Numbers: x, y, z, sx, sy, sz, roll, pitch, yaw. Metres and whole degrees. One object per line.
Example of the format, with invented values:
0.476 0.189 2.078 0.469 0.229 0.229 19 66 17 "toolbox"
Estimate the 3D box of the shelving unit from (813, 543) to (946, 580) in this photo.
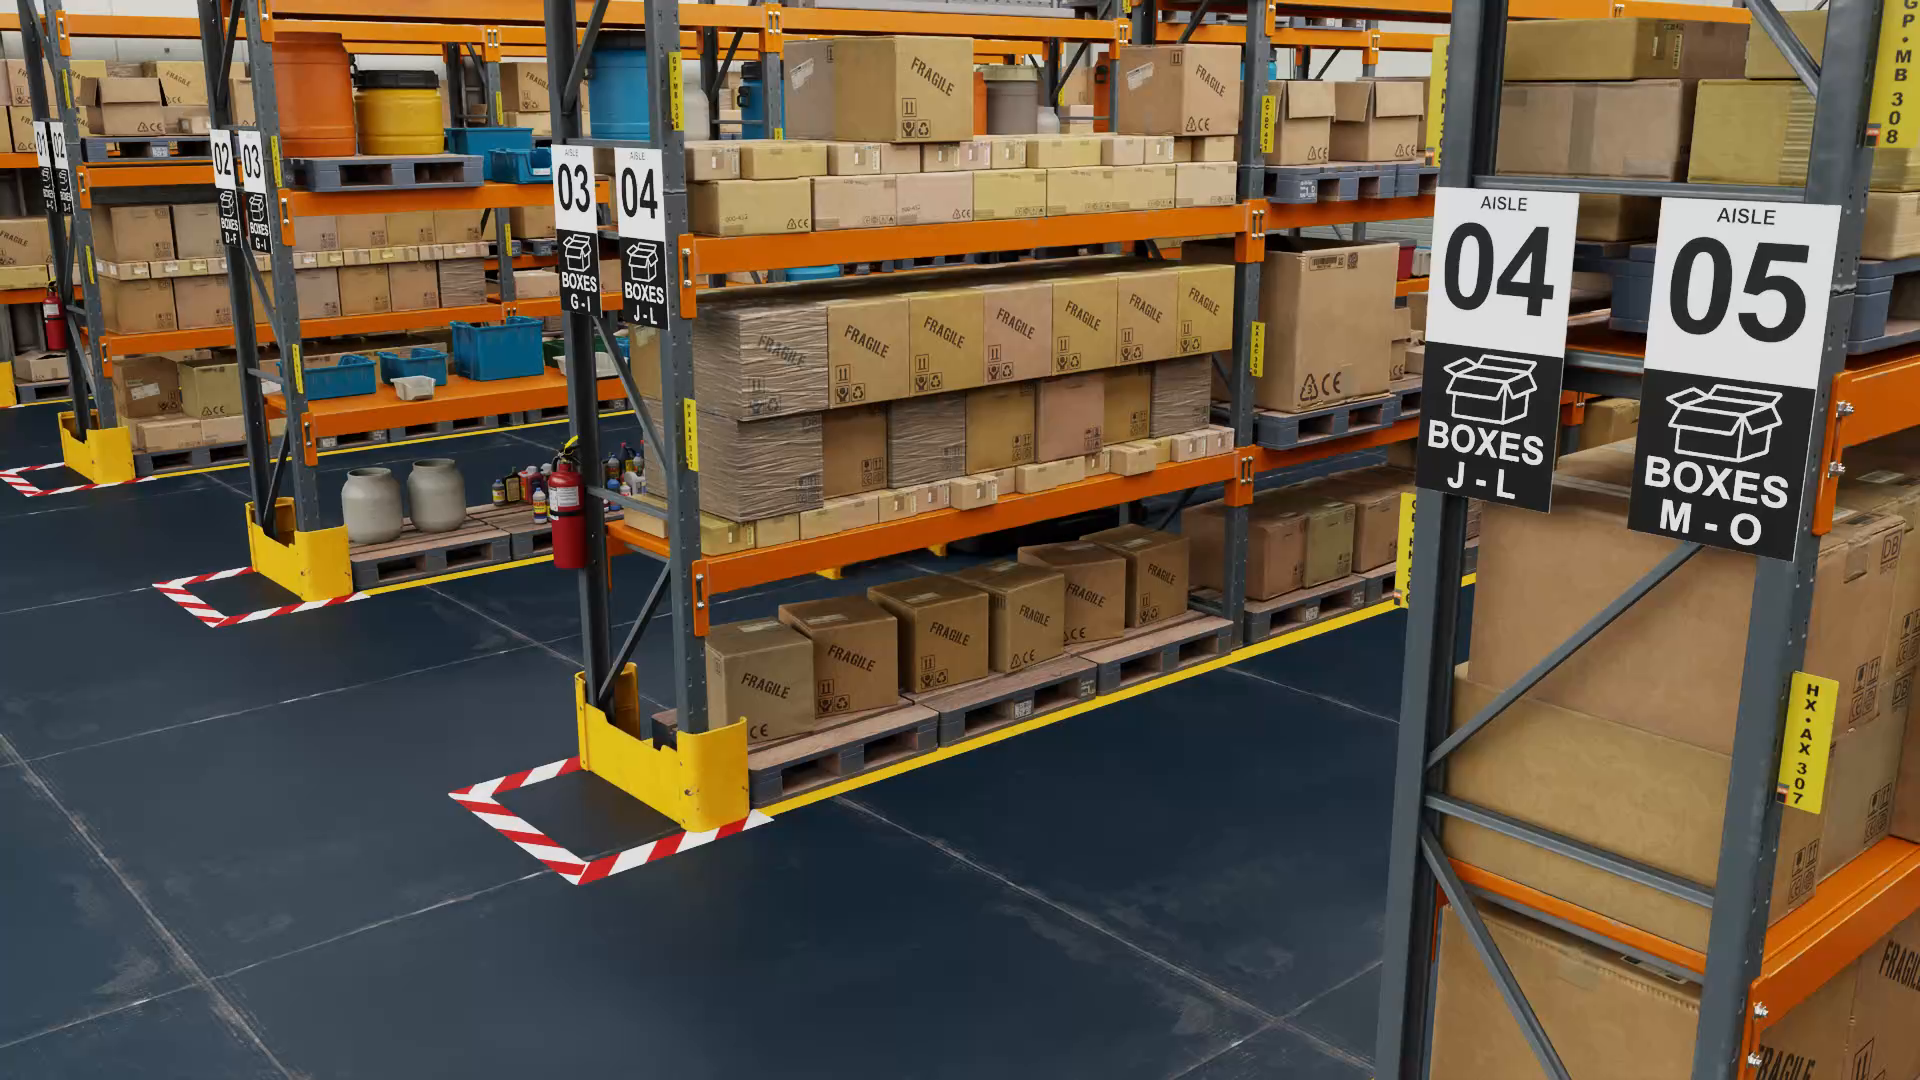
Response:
-0.700 -0.575 12.496 1.083 1.500 0.587 -12 19 -38 "shelving unit"

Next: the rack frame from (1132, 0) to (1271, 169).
1.439 -3.742 9.821 0.127 3.000 1.000 -13 19 -39 "rack frame"

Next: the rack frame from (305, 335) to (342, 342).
-8.316 -3.736 21.426 0.127 3.000 1.000 -13 19 -39 "rack frame"

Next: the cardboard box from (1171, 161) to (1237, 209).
1.266 -2.092 9.748 0.500 0.250 0.500 -12 19 -37 "cardboard box"

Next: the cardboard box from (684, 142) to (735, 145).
-1.301 -1.864 8.123 0.250 0.149 0.380 -13 20 -41 "cardboard box"

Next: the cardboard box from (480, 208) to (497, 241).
-6.572 -4.378 22.781 0.500 0.500 0.700 -13 19 -39 "cardboard box"

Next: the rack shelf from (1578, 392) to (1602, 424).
5.965 -1.512 14.494 4.000 0.370 1.077 -13 19 -39 "rack shelf"

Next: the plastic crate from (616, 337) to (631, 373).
-2.469 -1.496 13.325 0.616 0.251 0.499 -13 19 -39 "plastic crate"

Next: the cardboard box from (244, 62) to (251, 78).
-8.516 -5.589 20.379 0.500 0.500 0.500 14 20 42 "cardboard box"

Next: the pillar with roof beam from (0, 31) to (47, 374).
-8.547 -5.406 16.052 0.400 9.000 9.100 -13 19 -39 "pillar with roof beam"

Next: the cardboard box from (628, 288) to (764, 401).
-1.326 -0.982 8.407 0.500 0.500 0.500 -13 19 -39 "cardboard box"

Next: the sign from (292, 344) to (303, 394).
-4.472 -1.156 11.229 0.005 0.325 0.100 -13 19 -39 "sign"

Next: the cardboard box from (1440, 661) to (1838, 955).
1.851 0.673 4.629 0.550 0.550 0.875 -13 19 -39 "cardboard box"

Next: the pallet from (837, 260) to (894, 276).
-1.579 -3.486 20.861 1.003 0.211 1.213 -13 19 -39 "pallet"

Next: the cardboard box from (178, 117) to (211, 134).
-7.076 -3.858 15.472 0.250 0.149 0.380 -13 19 -39 "cardboard box"

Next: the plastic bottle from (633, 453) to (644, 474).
-2.724 -0.598 14.111 0.097 0.271 0.097 0 15 0 "plastic bottle"

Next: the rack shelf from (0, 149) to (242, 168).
-9.825 -4.499 19.863 4.000 0.370 1.077 -13 19 -39 "rack shelf"

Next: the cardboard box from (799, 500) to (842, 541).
-0.808 -0.124 8.390 0.250 0.149 0.380 -13 19 -39 "cardboard box"

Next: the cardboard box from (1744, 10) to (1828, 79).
2.061 -1.142 3.835 0.250 0.149 0.380 -12 19 -39 "cardboard box"

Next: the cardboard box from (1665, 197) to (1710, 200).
1.820 -0.927 4.575 0.250 0.149 0.380 -12 19 -39 "cardboard box"

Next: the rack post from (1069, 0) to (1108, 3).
1.724 -5.478 16.467 0.937 0.300 0.954 -13 19 -39 "rack post"

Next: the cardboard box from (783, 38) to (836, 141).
-0.576 -2.361 8.723 0.500 0.500 0.500 -13 19 -39 "cardboard box"

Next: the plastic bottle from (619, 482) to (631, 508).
-2.694 -0.364 13.370 0.097 0.201 0.097 0 15 0 "plastic bottle"

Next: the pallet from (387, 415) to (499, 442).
-5.689 -1.299 17.704 1.213 0.211 1.003 -13 19 -39 "pallet"

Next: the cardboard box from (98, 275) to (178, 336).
-7.718 -2.220 15.555 0.500 0.500 0.700 -13 19 -39 "cardboard box"

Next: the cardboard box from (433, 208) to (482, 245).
-5.392 -3.371 17.352 0.500 0.500 0.700 -13 19 -39 "cardboard box"

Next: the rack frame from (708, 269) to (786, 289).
-1.813 -1.808 14.205 0.127 3.000 1.000 -13 19 -39 "rack frame"

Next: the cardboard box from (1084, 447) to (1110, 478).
0.656 -0.477 9.709 0.250 0.149 0.380 -13 19 -39 "cardboard box"

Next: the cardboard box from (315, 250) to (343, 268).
-6.283 -2.786 16.418 0.250 0.149 0.380 -12 19 -38 "cardboard box"

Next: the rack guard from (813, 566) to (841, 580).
-1.082 0.111 12.349 0.087 0.250 0.587 -12 19 -38 "rack guard"

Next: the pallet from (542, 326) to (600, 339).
-5.889 -2.935 23.828 1.213 0.211 1.003 -13 19 -39 "pallet"

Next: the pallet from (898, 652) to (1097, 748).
0.034 0.832 9.726 1.213 0.211 1.003 -13 19 -39 "pallet"

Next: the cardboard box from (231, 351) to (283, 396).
-6.784 -1.552 16.308 0.500 0.500 0.500 -13 19 -39 "cardboard box"

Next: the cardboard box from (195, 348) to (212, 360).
-9.536 -2.305 20.737 0.380 0.149 0.250 14 20 42 "cardboard box"

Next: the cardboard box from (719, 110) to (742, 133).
-2.733 -4.850 19.258 0.500 0.250 0.500 -12 19 -38 "cardboard box"

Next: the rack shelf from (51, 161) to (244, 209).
-6.570 -3.536 16.255 4.000 0.370 1.077 -13 19 -39 "rack shelf"

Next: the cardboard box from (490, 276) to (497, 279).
-6.279 -3.565 23.321 0.500 0.250 0.500 -12 19 -38 "cardboard box"

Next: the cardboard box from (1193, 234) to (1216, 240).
3.443 -4.636 24.602 0.500 0.500 0.500 -12 19 -39 "cardboard box"

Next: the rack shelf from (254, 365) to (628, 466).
-3.321 -1.121 13.030 4.000 0.370 1.077 -13 19 -39 "rack shelf"

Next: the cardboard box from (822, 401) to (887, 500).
-0.848 -0.554 8.741 0.500 0.500 0.875 -13 19 -39 "cardboard box"

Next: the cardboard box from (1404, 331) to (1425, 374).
3.375 -1.324 11.841 0.258 0.266 0.396 -13 20 -41 "cardboard box"

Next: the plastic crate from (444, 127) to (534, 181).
-3.589 -2.953 12.712 0.575 0.384 0.392 -13 19 -39 "plastic crate"

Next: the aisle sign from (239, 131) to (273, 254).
-4.692 -2.317 11.074 0.004 0.787 0.394 -13 19 -39 "aisle sign"

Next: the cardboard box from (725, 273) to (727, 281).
-2.846 -3.294 19.940 0.500 0.311 0.500 -13 20 -40 "cardboard box"

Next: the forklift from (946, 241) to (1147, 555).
0.915 -1.596 13.544 3.031 2.935 1.130 -12 19 -38 "forklift"

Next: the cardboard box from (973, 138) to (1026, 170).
0.131 -2.049 8.813 0.250 0.149 0.380 -14 20 -41 "cardboard box"

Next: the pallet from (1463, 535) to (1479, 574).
3.866 -0.042 12.998 1.213 0.211 1.003 -13 19 -39 "pallet"

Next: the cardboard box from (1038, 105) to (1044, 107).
1.162 -5.881 22.966 0.500 0.250 0.500 -13 19 -39 "cardboard box"

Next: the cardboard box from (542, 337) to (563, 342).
-4.556 -2.132 18.847 0.500 0.311 0.500 -12 19 -38 "cardboard box"

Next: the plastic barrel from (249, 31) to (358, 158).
-4.547 -3.097 11.573 0.708 0.830 0.600 -13 19 -39 "plastic barrel"

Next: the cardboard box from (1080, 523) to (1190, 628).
1.111 0.221 10.639 0.500 0.500 0.500 -13 20 -41 "cardboard box"

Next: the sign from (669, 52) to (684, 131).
-1.223 -1.932 7.164 0.005 0.325 0.100 -13 19 -39 "sign"

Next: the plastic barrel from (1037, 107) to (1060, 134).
0.769 -3.996 16.367 0.421 0.512 0.421 0 15 0 "plastic barrel"

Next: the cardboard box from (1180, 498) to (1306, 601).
1.916 0.052 11.235 0.700 0.500 0.500 14 21 43 "cardboard box"

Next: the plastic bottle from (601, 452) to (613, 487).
-2.988 -0.600 14.096 0.133 0.283 0.061 -12 19 -37 "plastic bottle"

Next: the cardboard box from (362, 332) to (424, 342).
-5.989 -1.906 17.633 0.500 0.500 0.500 -13 19 -39 "cardboard box"

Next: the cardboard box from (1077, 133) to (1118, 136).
0.835 -2.359 9.976 0.250 0.149 0.380 -14 20 -42 "cardboard box"
